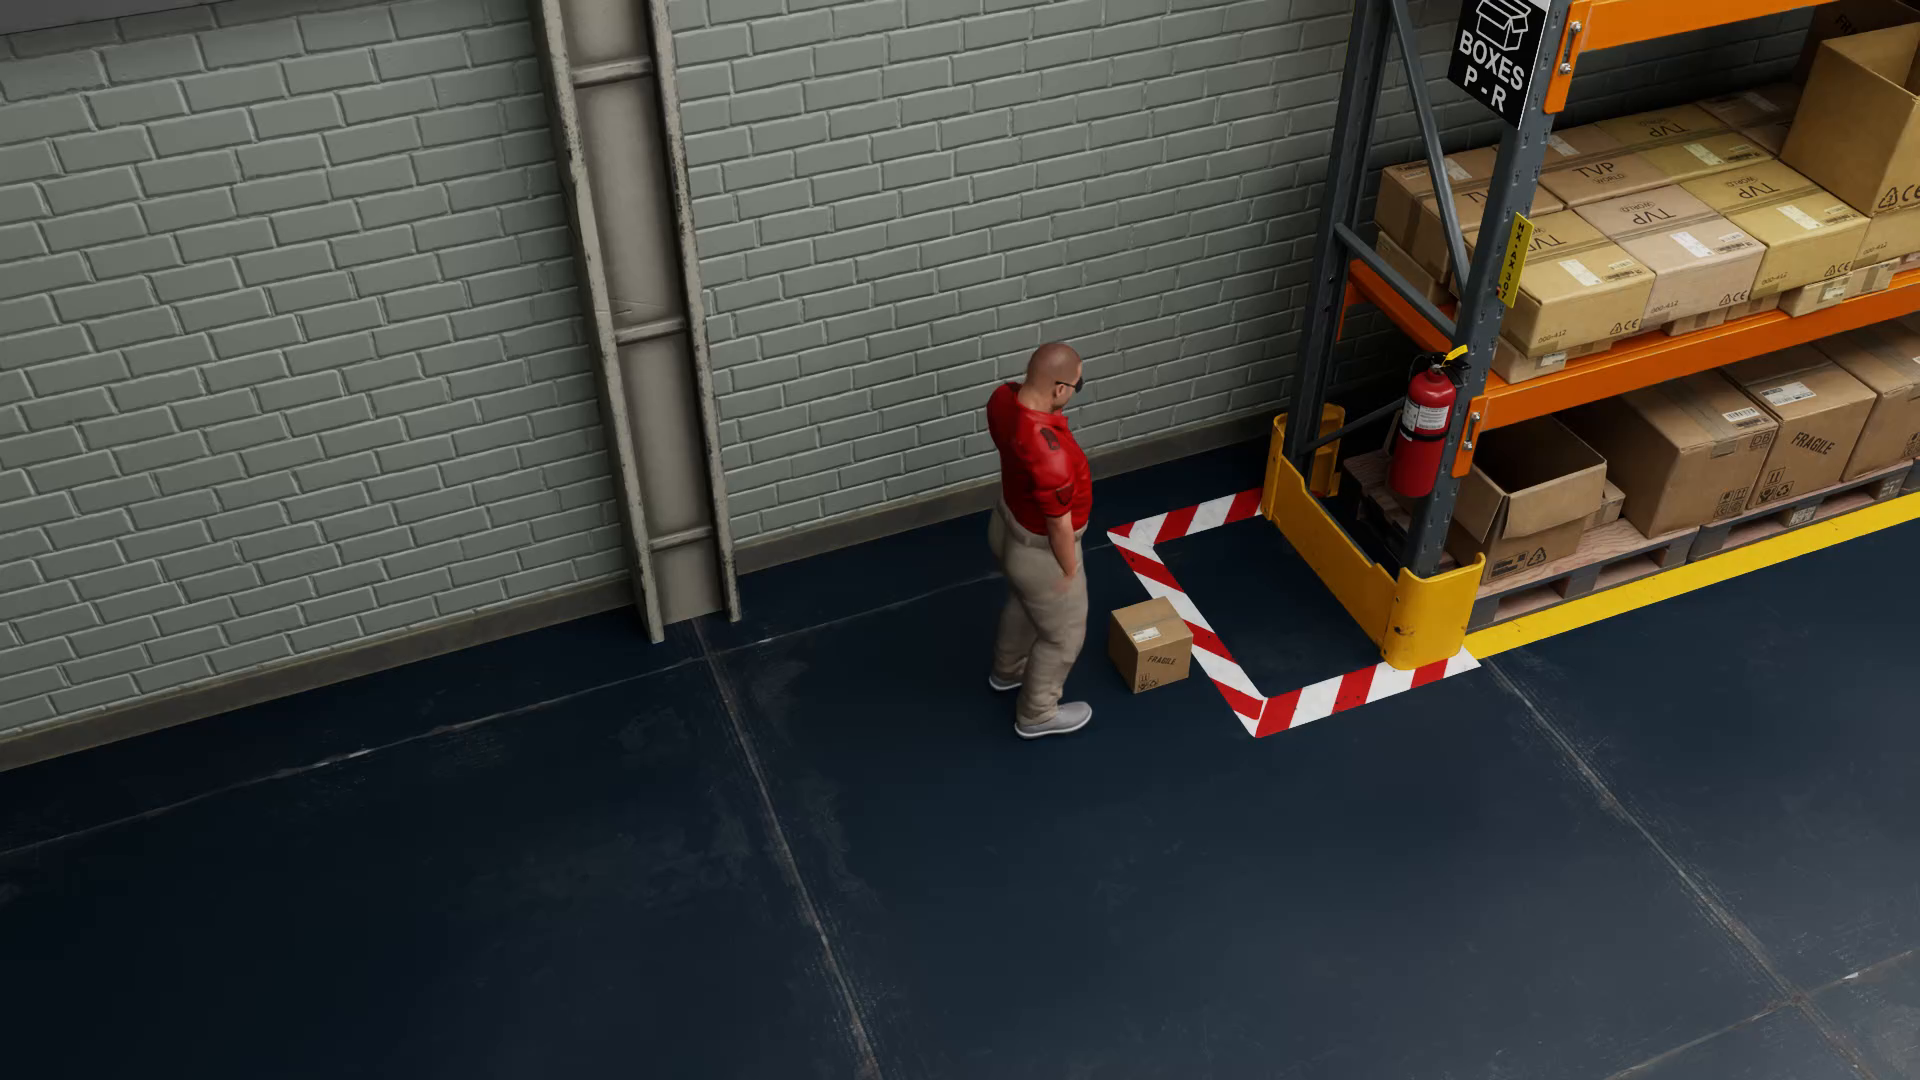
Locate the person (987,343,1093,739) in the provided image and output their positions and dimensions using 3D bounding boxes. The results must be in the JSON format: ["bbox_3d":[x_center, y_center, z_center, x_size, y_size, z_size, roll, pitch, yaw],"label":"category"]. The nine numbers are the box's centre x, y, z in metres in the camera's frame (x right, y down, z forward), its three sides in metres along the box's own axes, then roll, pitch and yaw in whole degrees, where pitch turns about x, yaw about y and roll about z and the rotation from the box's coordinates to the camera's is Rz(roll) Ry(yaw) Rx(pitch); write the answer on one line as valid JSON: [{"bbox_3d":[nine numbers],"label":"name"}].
[{"bbox_3d":[0.297,-0.004,6.193,0.363,1.715,0.536,-14,43,-16],"label":"person"}]
